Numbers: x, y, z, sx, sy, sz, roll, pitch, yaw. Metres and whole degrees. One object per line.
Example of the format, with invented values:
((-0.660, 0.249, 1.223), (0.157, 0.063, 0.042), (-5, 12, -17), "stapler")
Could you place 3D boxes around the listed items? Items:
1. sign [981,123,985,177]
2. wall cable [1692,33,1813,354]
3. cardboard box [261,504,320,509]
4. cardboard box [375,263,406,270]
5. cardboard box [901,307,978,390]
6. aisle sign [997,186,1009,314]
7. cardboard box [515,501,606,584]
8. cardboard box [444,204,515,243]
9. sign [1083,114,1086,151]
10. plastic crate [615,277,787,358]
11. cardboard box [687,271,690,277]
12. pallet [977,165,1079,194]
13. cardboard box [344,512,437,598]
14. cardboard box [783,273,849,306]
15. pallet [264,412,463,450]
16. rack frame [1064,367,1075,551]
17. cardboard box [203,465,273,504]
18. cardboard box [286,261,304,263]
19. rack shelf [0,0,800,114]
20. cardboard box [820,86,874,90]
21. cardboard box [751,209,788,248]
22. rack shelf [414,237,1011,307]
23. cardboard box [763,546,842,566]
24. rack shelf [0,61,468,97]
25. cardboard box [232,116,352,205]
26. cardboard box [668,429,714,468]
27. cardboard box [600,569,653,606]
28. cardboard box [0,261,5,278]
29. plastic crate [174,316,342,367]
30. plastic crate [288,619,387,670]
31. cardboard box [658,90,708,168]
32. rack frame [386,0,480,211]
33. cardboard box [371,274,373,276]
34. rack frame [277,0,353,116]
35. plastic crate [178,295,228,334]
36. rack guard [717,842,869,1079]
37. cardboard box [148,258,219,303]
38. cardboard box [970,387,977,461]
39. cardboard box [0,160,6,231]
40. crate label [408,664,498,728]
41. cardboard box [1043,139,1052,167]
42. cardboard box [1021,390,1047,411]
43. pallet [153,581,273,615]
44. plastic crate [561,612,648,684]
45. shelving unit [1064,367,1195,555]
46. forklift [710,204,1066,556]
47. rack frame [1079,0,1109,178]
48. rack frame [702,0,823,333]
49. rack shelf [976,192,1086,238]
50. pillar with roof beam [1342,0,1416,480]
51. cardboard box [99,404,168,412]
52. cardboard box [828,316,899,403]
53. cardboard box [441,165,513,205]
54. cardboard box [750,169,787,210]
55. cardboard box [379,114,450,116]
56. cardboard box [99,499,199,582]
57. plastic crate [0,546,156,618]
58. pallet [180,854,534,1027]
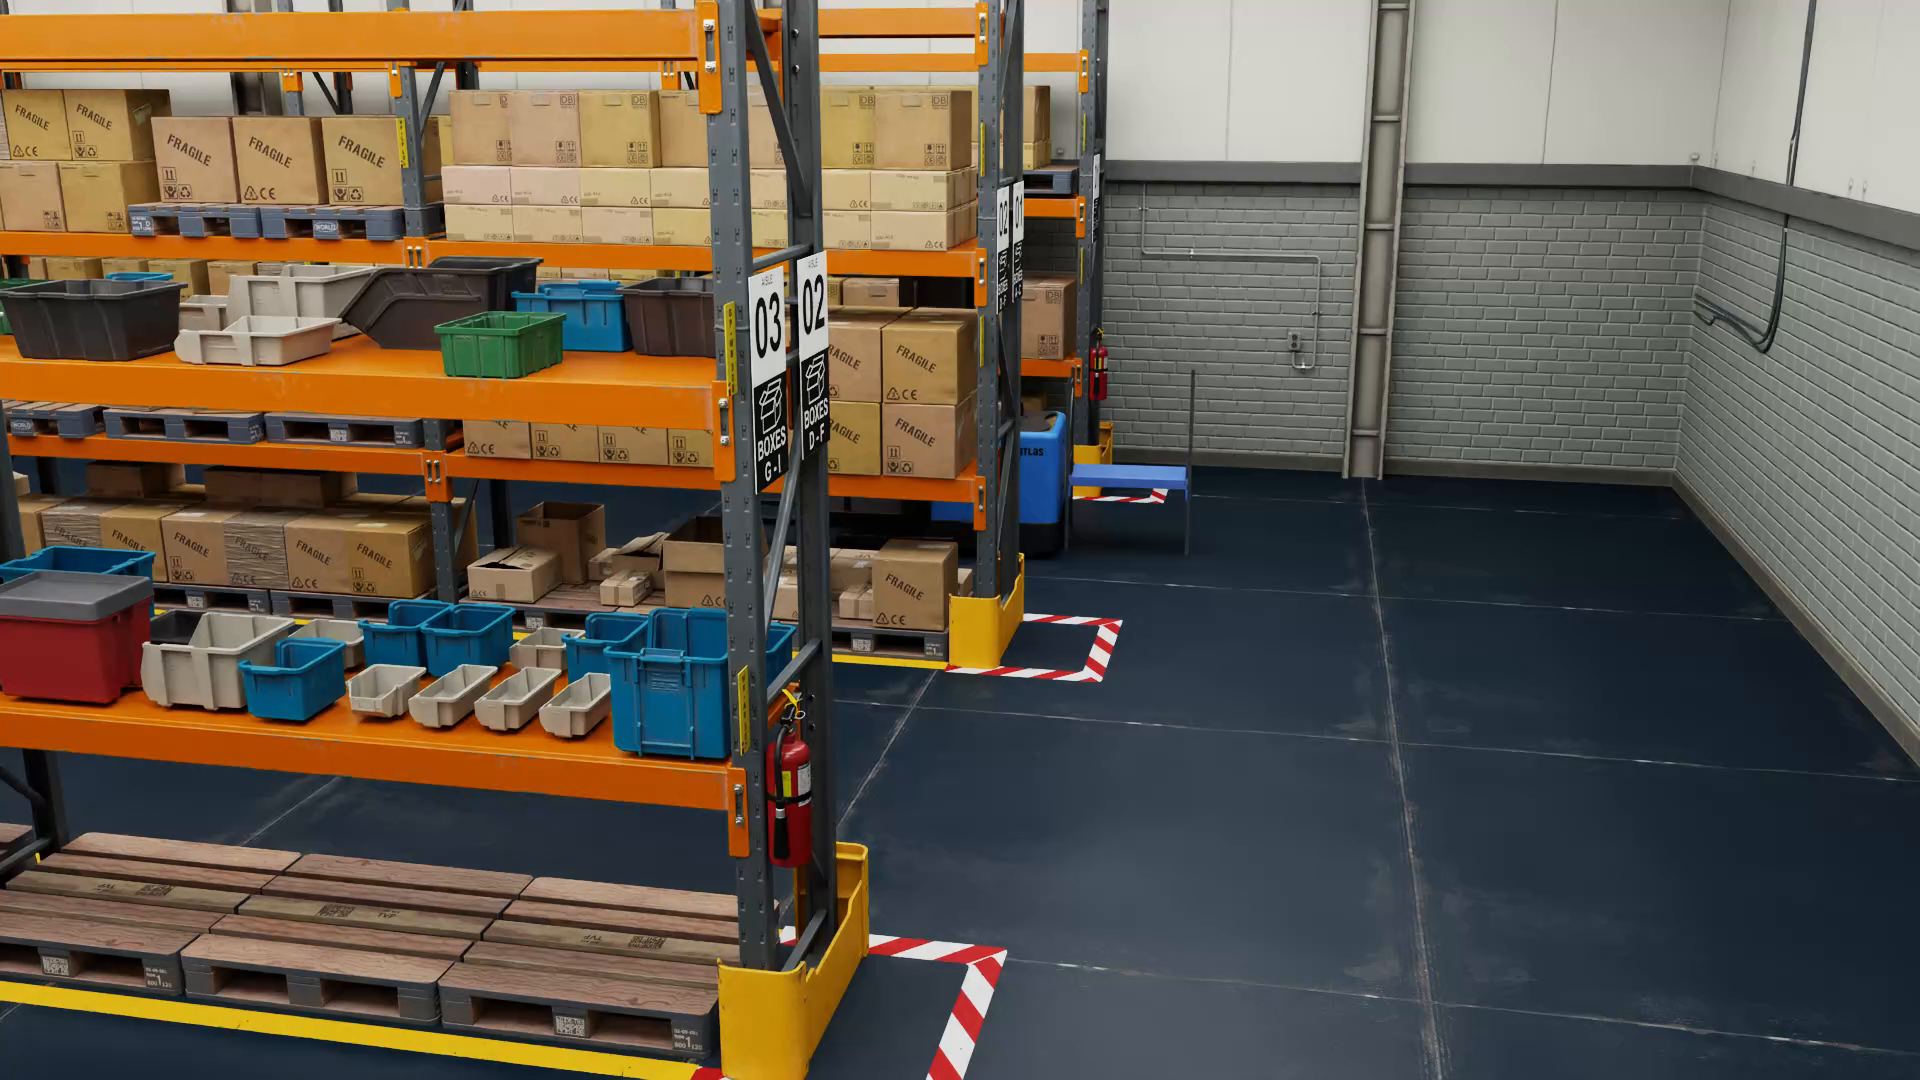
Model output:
((0.143, -2.448, 10.434), (0.005, 0.325, 0.100), (3, 16, 11), "sign")
((6.728, -3.017, 14.342), (0.112, 2.526, 3.097), (3, 16, 11), "wall cable")
((-5.085, -0.084, 13.034), (0.500, 0.500, 0.500), (3, 16, 12), "cardboard box")
((-5.662, -2.884, 17.099), (0.500, 0.250, 0.500), (3, 16, 10), "cardboard box")
((-0.109, -1.343, 11.660), (0.500, 0.500, 0.500), (4, 16, 13), "cardboard box")
((0.279, -1.889, 10.823), (0.004, 0.787, 0.394), (3, 16, 11), "aisle sign")
((-3.031, 0.016, 12.674), (0.500, 0.500, 0.500), (3, 16, 11), "cardboard box")
((-3.219, -2.216, 11.533), (0.500, 0.250, 0.500), (3, 16, 11), "cardboard box")
((1.135, -3.709, 15.134), (0.005, 0.325, 0.100), (3, 16, 11), "sign")
((-1.039, -0.901, 6.750), (0.590, 0.269, 0.497), (3, 16, 11), "plastic crate")
((-3.063, -2.521, 17.190), (0.500, 0.500, 0.500), (3, 16, 9), "cardboard box")
((0.528, -3.456, 15.896), (1.213, 0.211, 1.003), (3, 16, 11), "pallet")
((-4.187, 0.108, 12.340), (0.500, 0.500, 0.500), (3, 16, 11), "cardboard box")
((-1.420, -2.300, 16.615), (0.700, 0.700, 0.980), (3, 16, 10), "cardboard box")
((-4.408, -0.911, 12.523), (1.213, 0.211, 1.003), (3, 16, 11), "pallet")
((0.937, -0.696, 14.196), (0.032, 1.500, 0.500), (2, 16, 8), "rack frame")
((-5.543, -0.471, 13.027), (0.500, 0.250, 0.500), (3, 16, 10), "cardboard box")
((-6.927, -3.025, 17.567), (0.250, 0.149, 0.380), (1, 16, 4), "cardboard box")
((-2.677, -1.883, 6.528), (4.000, 0.370, 1.077), (3, 16, 11), "rack shelf")
((-1.030, -4.052, 15.786), (0.500, 0.500, 0.500), (3, 16, 11), "cardboard box")
((-1.263, -2.104, 11.132), (0.500, 0.250, 0.500), (3, 16, 11), "cardboard box")
((-1.686, -1.925, 11.552), (4.000, 0.370, 1.077), (3, 16, 11), "rack shelf")
((-1.183, 0.237, 12.345), (0.500, 0.250, 0.500), (3, 16, 11), "cardboard box")
((-5.606, -3.391, 11.974), (4.000, 0.370, 1.077), (3, 16, 11), "rack shelf")
((-4.785, -2.753, 12.031), (0.600, 0.600, 0.600), (3, 16, 10), "cardboard box")
((-1.710, -0.802, 11.583), (0.500, 0.500, 0.500), (3, 16, 10), "cardboard box")
((-2.428, 0.343, 12.119), (0.250, 0.166, 0.380), (3, 16, 11), "cardboard box")
((-10.921, -3.033, 18.661), (0.500, 0.500, 0.500), (3, 16, 10), "cardboard box")
((-2.792, -0.788, 6.593), (0.530, 0.136, 0.437), (3, 16, 11), "plastic crate")
((-2.871, 0.475, 7.540), (0.466, 0.136, 0.293), (3, 16, 11), "plastic crate")
((-1.689, -2.817, 11.364), (0.500, 0.500, 0.700), (3, 16, 11), "cardboard box")
((-3.646, -3.824, 11.440), (0.127, 3.000, 1.000), (3, 16, 11), "rack frame")
((-6.158, -2.550, 17.297), (0.500, 0.500, 0.500), (4, 16, 13), "cardboard box")
((-6.583, -5.333, 16.887), (0.127, 3.000, 1.000), (3, 16, 11), "rack frame")
((-3.315, -0.988, 7.314), (0.466, 0.136, 0.293), (3, 16, 11), "plastic crate")
((-0.691, 1.778, 7.137), (0.348, 0.500, 1.175), (3, 16, 11), "rack guard")
((-8.270, -2.785, 17.915), (0.500, 0.500, 0.700), (3, 16, 11), "cardboard box")
((-0.109, -0.861, 11.794), (0.500, 0.500, 0.500), (3, 16, 12), "cardboard box")
((-7.132, -2.625, 12.543), (0.500, 0.500, 0.910), (3, 16, 11), "cardboard box")
((-2.111, 0.650, 6.908), (0.243, 0.136, 0.396), (3, 16, 11), "crate label")
((0.591, -3.743, 16.074), (0.500, 0.250, 0.500), (4, 16, 14), "cardboard box")
((0.713, -1.383, 16.548), (0.250, 0.149, 0.380), (3, 16, 11), "cardboard box")
((-5.650, 0.313, 12.966), (1.213, 0.211, 1.003), (3, 16, 11), "pallet")
((-1.539, 0.493, 7.295), (0.300, 0.233, 0.416), (3, 16, 11), "plastic crate")
((1.441, -0.677, 14.128), (1.048, 1.500, 0.538), (2, 16, 8), "shelving unit")
((-0.619, -1.436, 14.184), (3.031, 2.935, 1.130), (2, 16, 8), "forklift")
((1.257, -4.907, 15.351), (0.127, 3.000, 1.000), (3, 16, 11), "rack frame")
((-0.717, -2.316, 5.995), (0.127, 3.000, 1.000), (3, 16, 11), "rack frame")
((-0.703, -3.221, 16.231), (4.000, 0.370, 1.077), (3, 16, 11), "rack shelf")
((3.217, -3.864, 11.584), (0.400, 9.000, 9.100), (3, 16, 11), "pillar with roof beam")
((-6.068, -1.294, 12.569), (0.500, 0.500, 0.700), (6, 17, 22), "cardboard box")
((-0.713, -1.229, 11.248), (0.500, 0.500, 0.500), (4, 16, 13), "cardboard box")
((-3.219, -2.456, 11.466), (0.500, 0.250, 0.500), (3, 16, 11), "cardboard box")
((-1.260, -2.349, 11.079), (0.500, 0.250, 0.500), (3, 16, 11), "cardboard box")
((-5.566, -4.122, 17.125), (0.500, 0.500, 0.700), (2, 16, 8), "cardboard box")
((-6.172, 0.000, 12.730), (0.500, 0.500, 0.500), (3, 16, 10), "cardboard box")
((-4.112, 0.277, 7.790), (0.575, 0.384, 0.392), (3, 16, 11), "plastic crate")
((-2.710, 1.800, 7.599), (1.213, 0.211, 1.003), (3, 16, 11), "pallet")
